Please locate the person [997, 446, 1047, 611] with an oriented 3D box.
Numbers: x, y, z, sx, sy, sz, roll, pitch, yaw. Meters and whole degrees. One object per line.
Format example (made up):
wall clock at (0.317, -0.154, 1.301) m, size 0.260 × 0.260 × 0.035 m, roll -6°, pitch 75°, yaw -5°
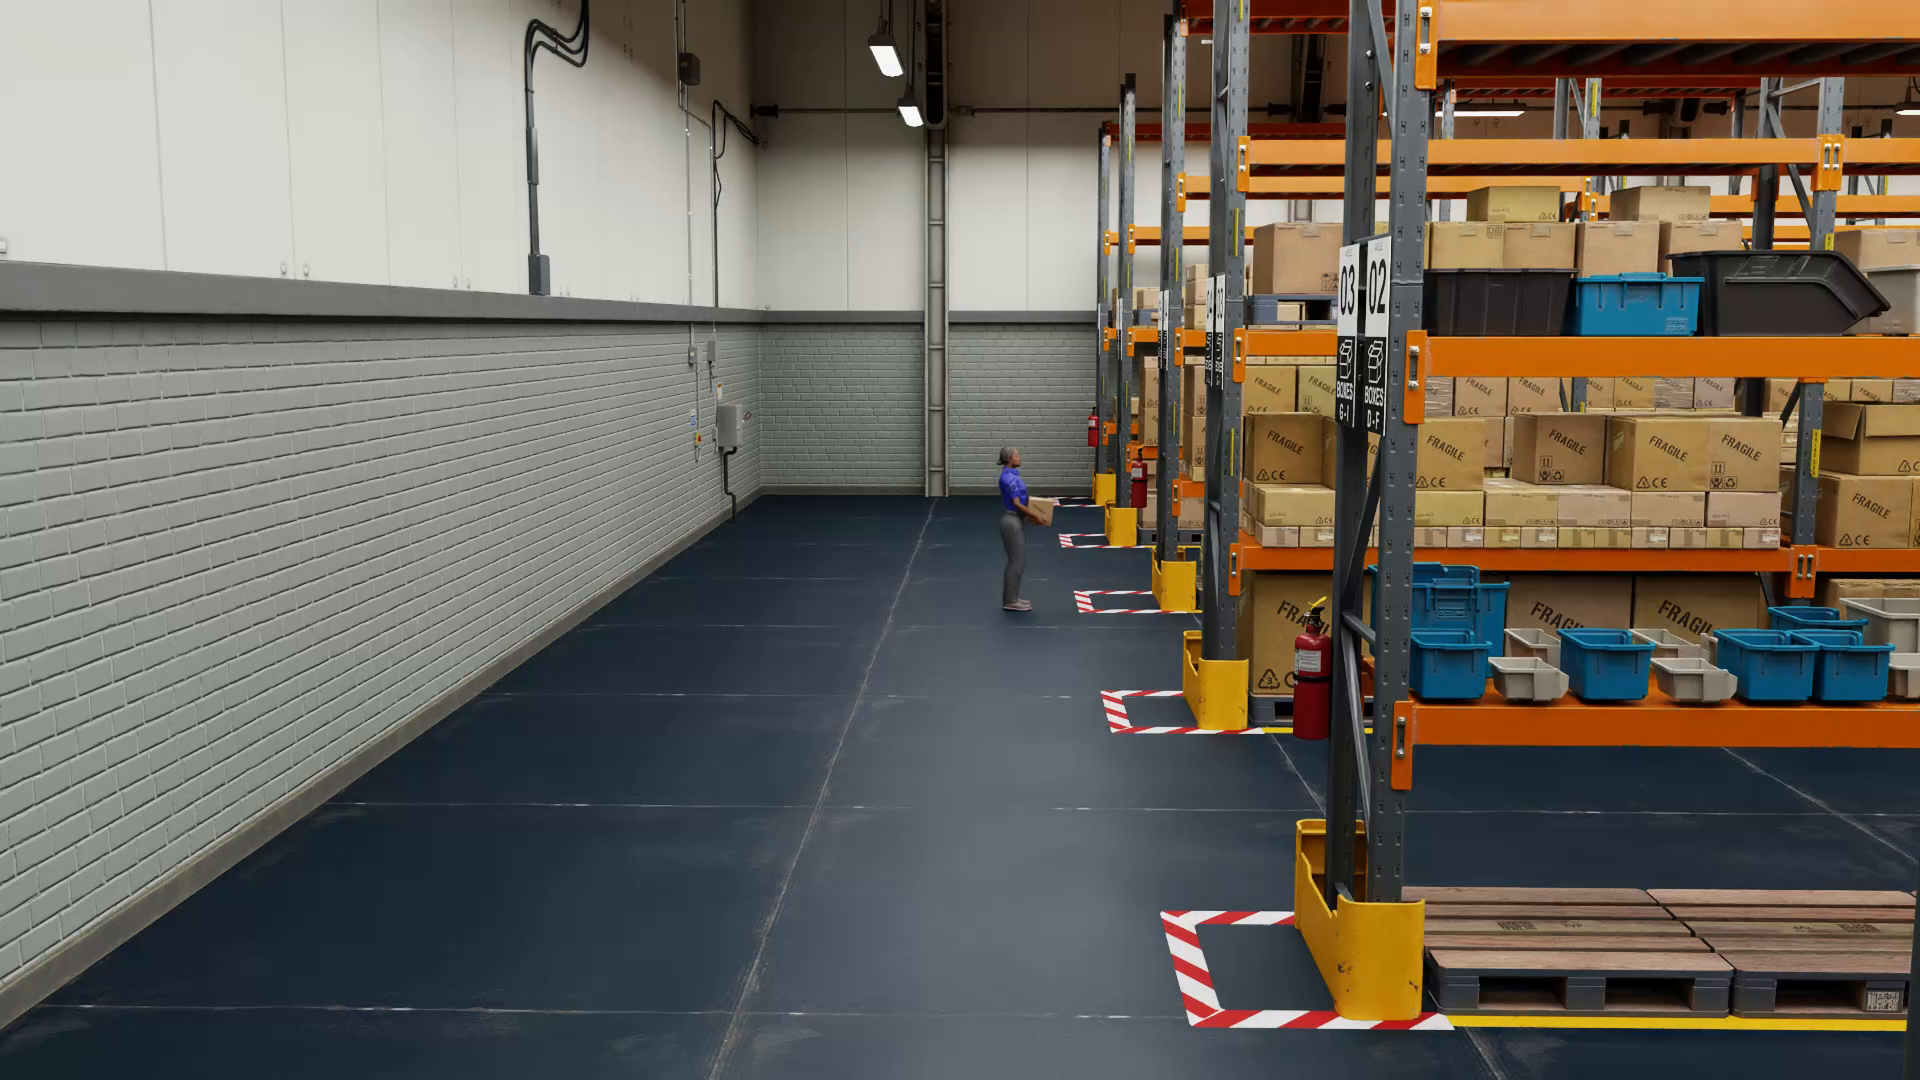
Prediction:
person at (0.623, -0.119, 16.794) m, size 0.512 × 1.637 × 0.452 m, roll 0°, pitch 7°, yaw 1°
